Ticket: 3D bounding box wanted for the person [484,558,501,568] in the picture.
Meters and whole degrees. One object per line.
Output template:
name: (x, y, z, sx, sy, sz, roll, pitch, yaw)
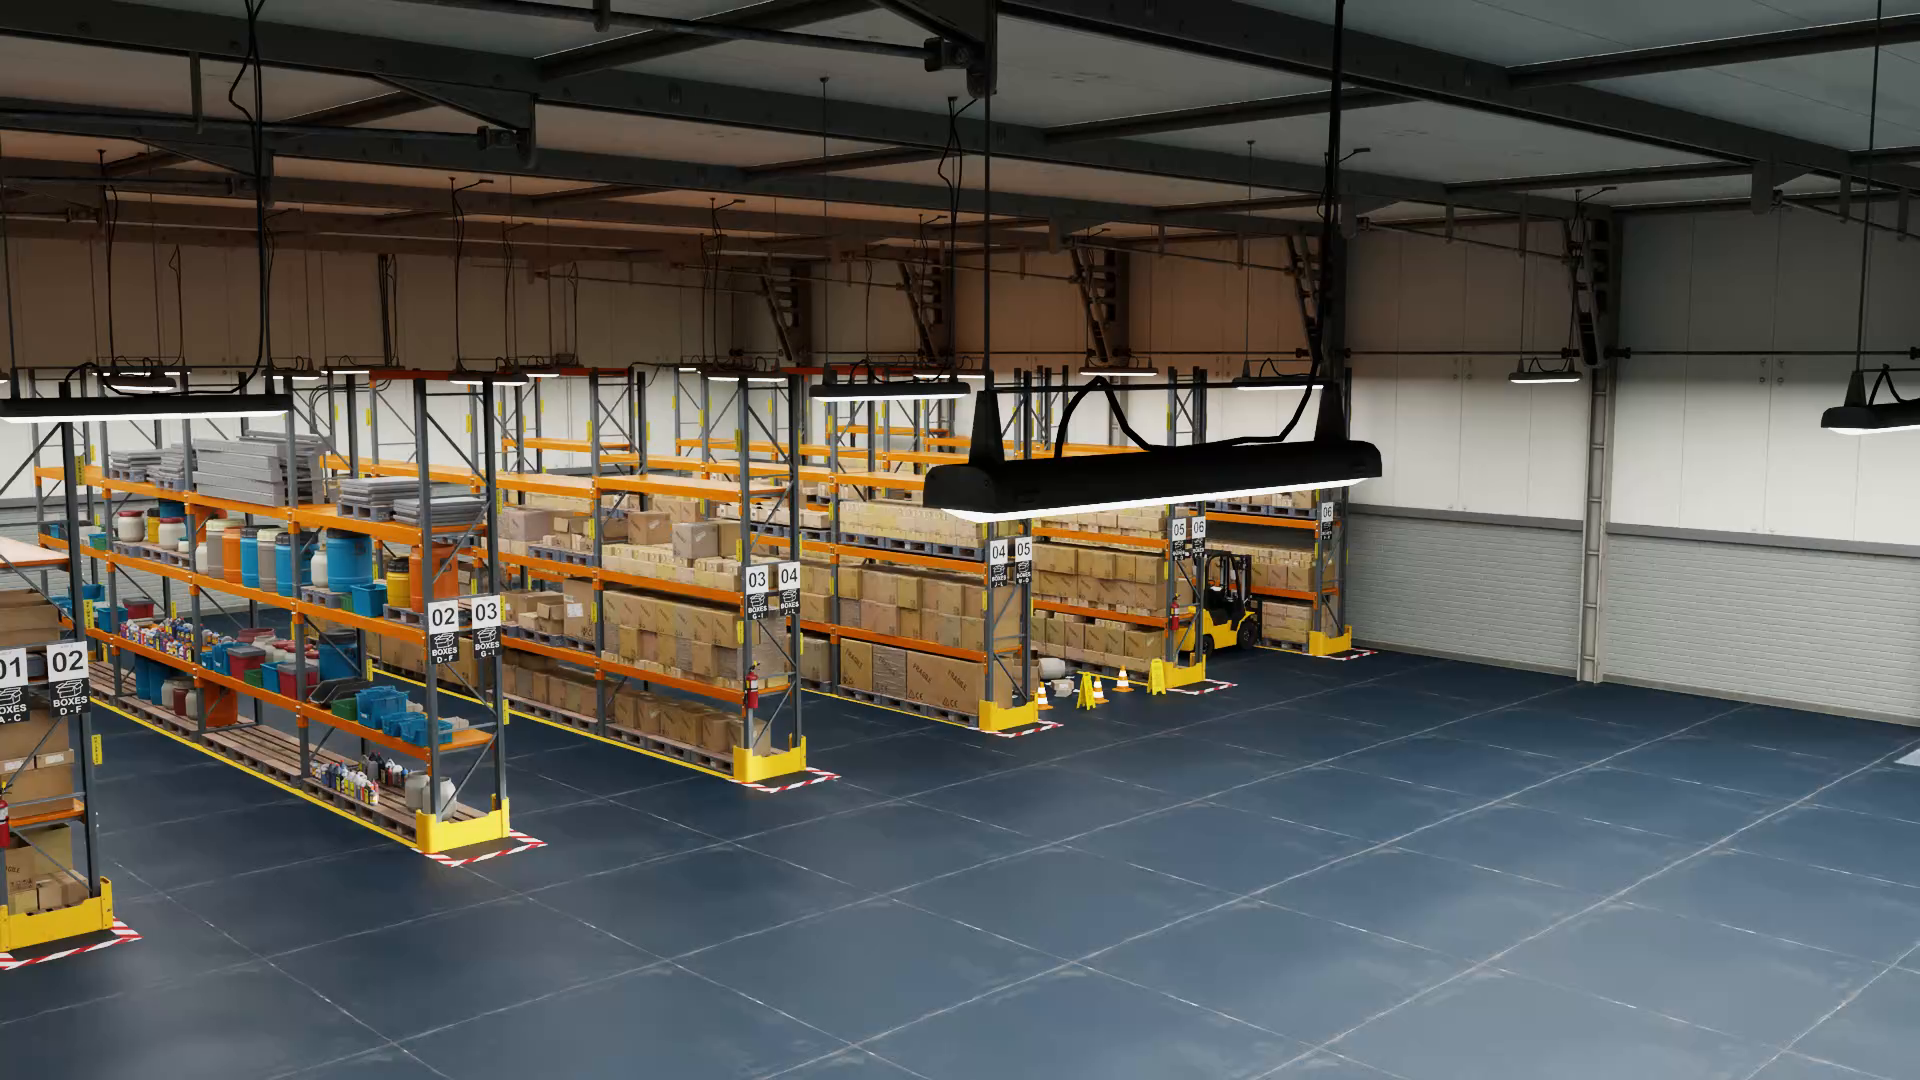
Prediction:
person: (-11.281, 0.933, 40.124, 0.683, 1.829, 0.889, 4, 8, 31)
